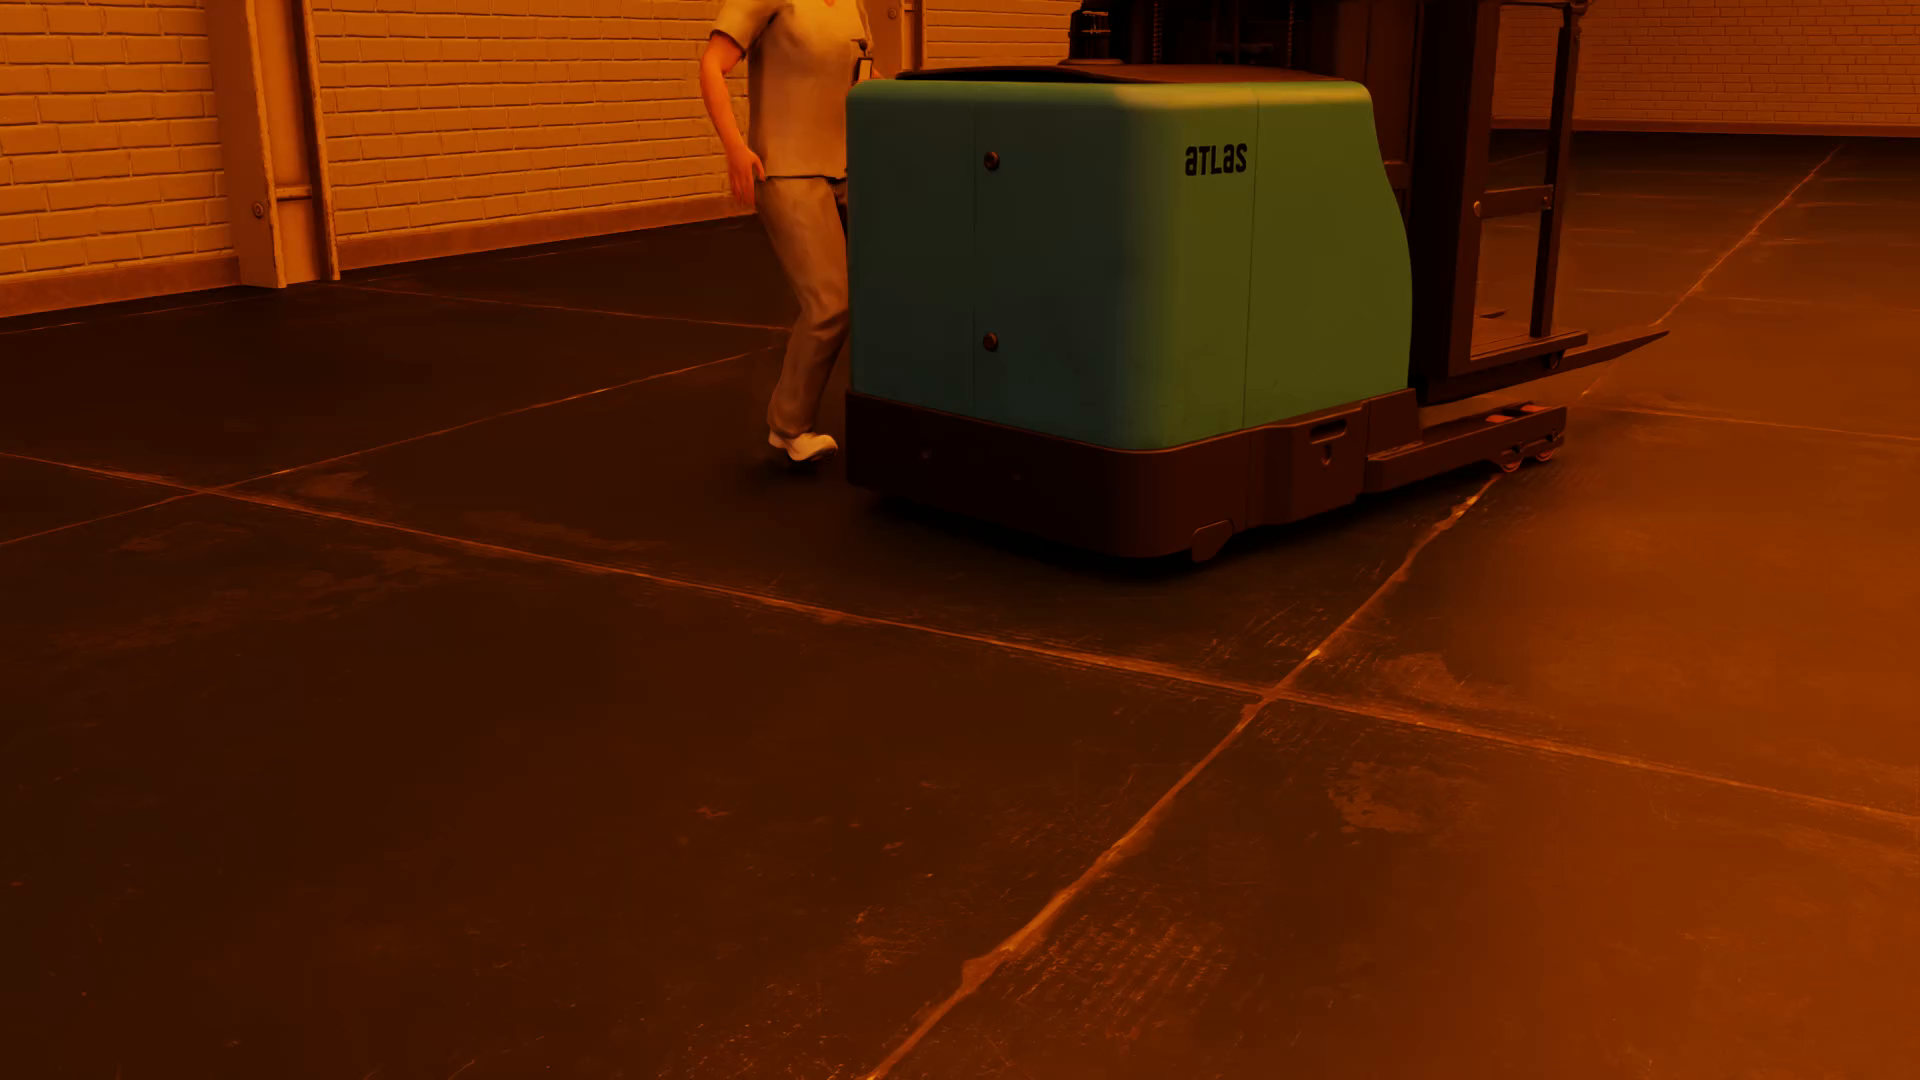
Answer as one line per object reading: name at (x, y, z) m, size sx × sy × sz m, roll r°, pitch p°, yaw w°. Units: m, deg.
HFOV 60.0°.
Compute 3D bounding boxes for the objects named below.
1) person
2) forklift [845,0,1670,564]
person at (-0.314, -0.970, 4.518) m, size 0.531 × 1.621 × 0.787 m, roll 14°, pitch 21°, yaw 39°
forklift at (1.116, -1.687, 4.581) m, size 3.031 × 2.935 × 1.130 m, roll -15°, pitch 22°, yaw -42°
